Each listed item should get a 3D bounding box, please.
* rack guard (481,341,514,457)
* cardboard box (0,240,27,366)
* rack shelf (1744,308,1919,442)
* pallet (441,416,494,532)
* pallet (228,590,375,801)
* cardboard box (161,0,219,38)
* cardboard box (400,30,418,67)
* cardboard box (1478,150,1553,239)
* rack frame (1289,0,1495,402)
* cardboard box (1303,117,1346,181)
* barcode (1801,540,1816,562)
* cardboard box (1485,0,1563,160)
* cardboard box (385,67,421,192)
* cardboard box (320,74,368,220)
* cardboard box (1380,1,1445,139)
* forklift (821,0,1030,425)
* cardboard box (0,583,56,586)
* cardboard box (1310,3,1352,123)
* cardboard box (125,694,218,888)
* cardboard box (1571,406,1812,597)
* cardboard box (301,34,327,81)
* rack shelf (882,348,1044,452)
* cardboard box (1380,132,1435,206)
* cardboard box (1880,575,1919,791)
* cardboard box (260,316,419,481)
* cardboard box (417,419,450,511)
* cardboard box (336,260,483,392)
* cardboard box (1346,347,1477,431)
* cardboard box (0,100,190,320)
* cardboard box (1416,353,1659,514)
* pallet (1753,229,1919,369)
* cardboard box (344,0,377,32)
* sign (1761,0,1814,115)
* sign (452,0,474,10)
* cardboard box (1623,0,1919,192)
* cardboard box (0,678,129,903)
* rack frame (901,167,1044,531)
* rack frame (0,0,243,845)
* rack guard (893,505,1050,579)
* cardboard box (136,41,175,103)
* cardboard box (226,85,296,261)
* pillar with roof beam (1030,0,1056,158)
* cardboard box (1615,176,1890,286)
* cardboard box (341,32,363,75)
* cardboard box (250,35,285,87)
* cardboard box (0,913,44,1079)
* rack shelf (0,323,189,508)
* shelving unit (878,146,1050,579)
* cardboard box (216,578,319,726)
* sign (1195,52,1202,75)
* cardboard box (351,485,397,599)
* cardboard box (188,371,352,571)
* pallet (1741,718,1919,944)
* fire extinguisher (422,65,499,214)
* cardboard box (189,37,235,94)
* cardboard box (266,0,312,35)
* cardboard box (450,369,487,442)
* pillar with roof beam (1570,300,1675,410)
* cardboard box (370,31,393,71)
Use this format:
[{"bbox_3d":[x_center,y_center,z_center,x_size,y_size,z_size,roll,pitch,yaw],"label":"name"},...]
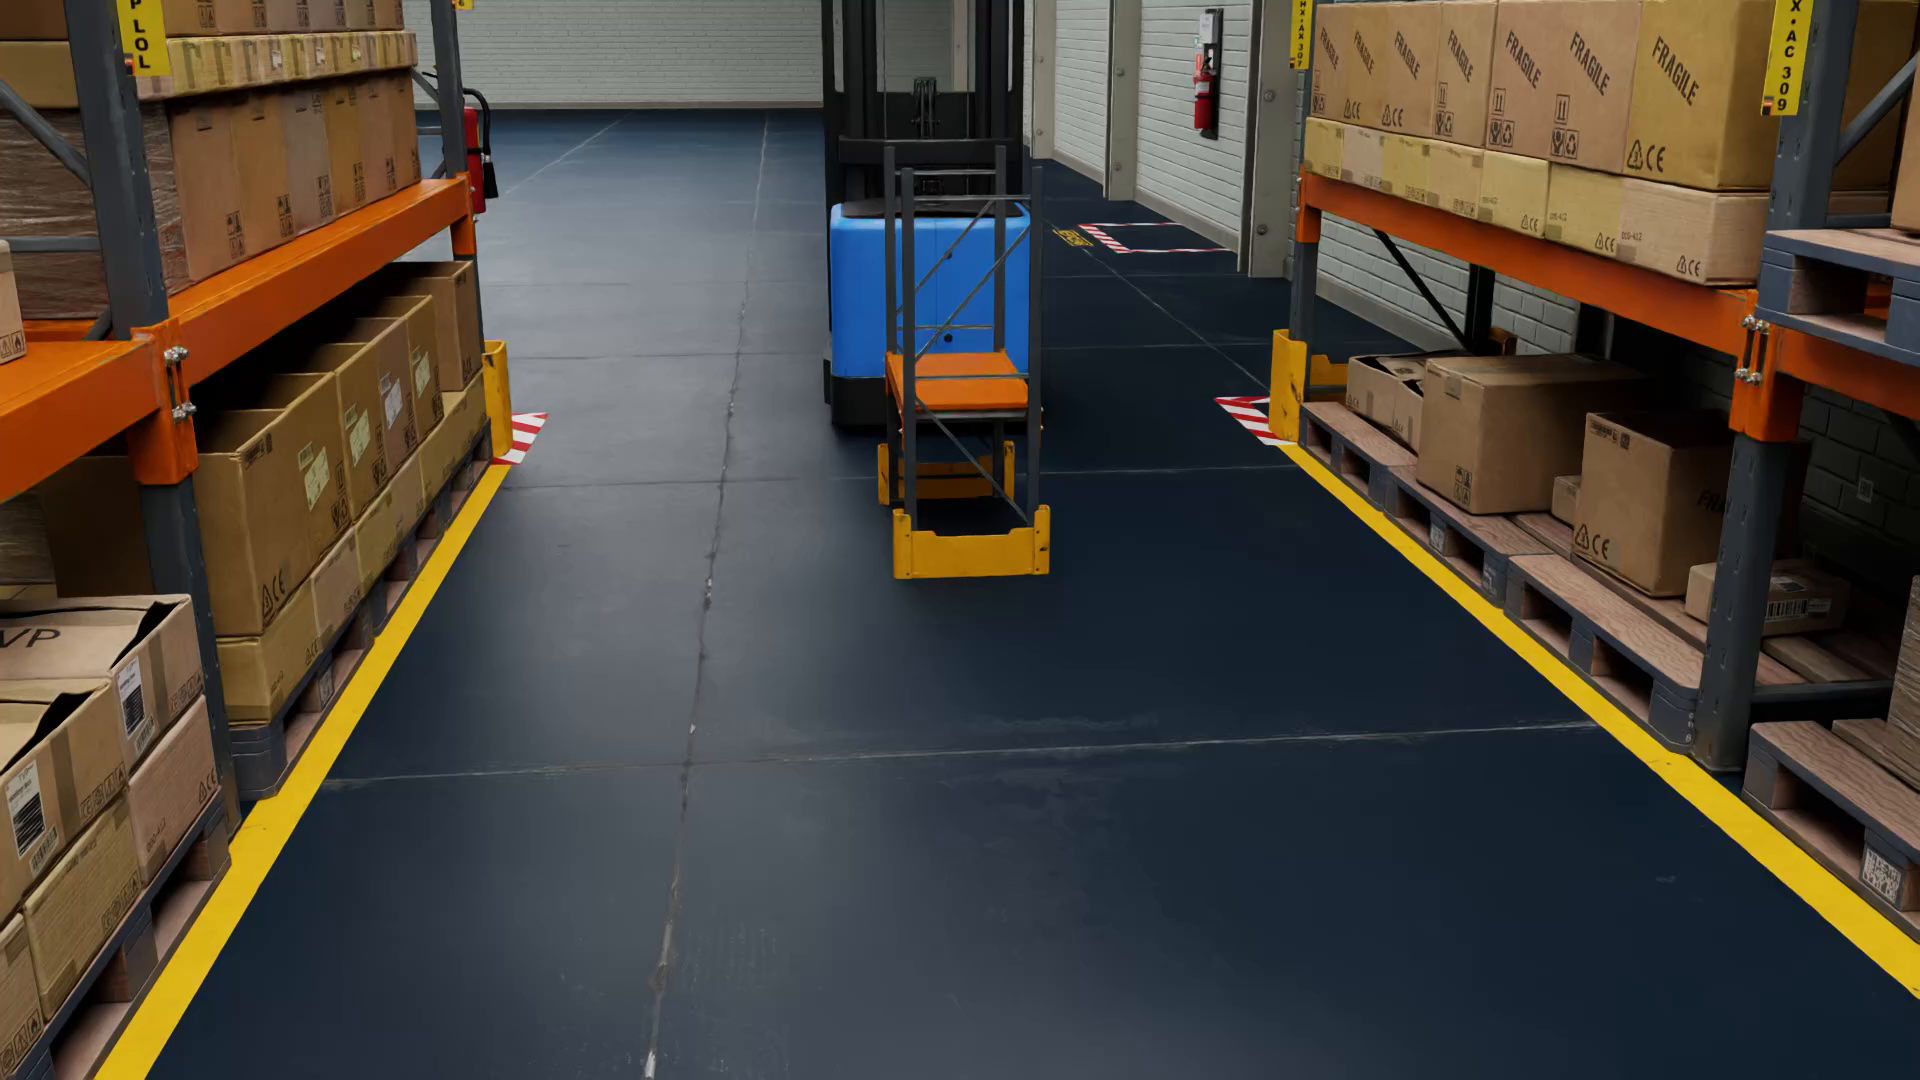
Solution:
[{"bbox_3d":[-2.772,-0.666,7.963,1.175,0.500,0.348,-2,18,-6],"label":"rack guard"},{"bbox_3d":[-2.262,-0.443,3.329,0.500,0.250,0.500,-1,17,-2],"label":"cardboard box"},{"bbox_3d":[2.776,0.126,2.470,1.077,0.370,4.000,-2,18,-6],"label":"rack shelf"},{"bbox_3d":[-2.649,-0.294,7.262,1.003,0.211,1.213,-2,18,-6],"label":"pallet"},{"bbox_3d":[-2.397,0.433,4.946,1.003,0.211,1.213,-2,18,-6],"label":"pallet"},{"bbox_3d":[-2.462,-1.609,4.460,0.700,0.500,0.500,-2,18,-6],"label":"cardboard box"},{"bbox_3d":[-2.540,-2.100,7.110,0.380,0.149,0.250,-2,18,-7],"label":"cardboard box"},{"bbox_3d":[2.109,-1.181,5.649,0.500,0.250,0.500,-2,18,-6],"label":"cardboard box"},{"bbox_3d":[2.158,-2.005,8.057,1.000,3.000,0.127,-2,18,-6],"label":"rack frame"},{"bbox_3d":[1.892,-1.788,7.582,0.500,0.250,0.500,-2,18,-7],"label":"cardboard box"},{"bbox_3d":[2.781,0.040,5.447,0.001,0.075,0.075,-2,18,-6],"label":"barcode"},{"bbox_3d":[2.115,-1.540,5.538,0.500,0.500,0.500,-2,18,-7],"label":"cardboard box"},{"bbox_3d":[-2.734,-1.759,7.106,0.700,0.500,0.500,-2,18,-6],"label":"cardboard box"},{"bbox_3d":[-2.629,-1.455,6.137,0.700,0.500,0.500,-2,18,-5],"label":"cardboard box"},{"bbox_3d":[1.996,-1.848,6.520,0.500,0.500,0.500,-2,18,-7],"label":"cardboard box"},{"bbox_3d":[-0.216,-2.364,9.313,1.130,2.935,3.031,-1,17,-4],"label":"forklift"},{"bbox_3d":[-2.664,0.171,5.013,0.500,0.250,0.500,-2,18,-6],"label":"cardboard box"},{"bbox_3d":[1.908,-2.150,7.481,0.500,0.500,0.500,-2,18,-6],"label":"cardboard box"},{"bbox_3d":[-2.026,0.567,3.754,0.500,0.250,0.500,-2,18,-6],"label":"cardboard box"},{"bbox_3d":[2.423,-0.139,5.550,0.500,0.500,0.500,-3,18,-10],"label":"cardboard box"},{"bbox_3d":[-2.378,-1.638,5.638,0.380,0.149,0.250,-2,18,-6],"label":"cardboard box"},{"bbox_3d":[-0.009,-0.569,6.587,0.538,0.185,1.000,-2,18,-6],"label":"rack shelf"},{"bbox_3d":[2.007,-1.482,6.606,0.500,0.250,0.500,-2,18,-7],"label":"cardboard box"},{"bbox_3d":[2.663,0.388,3.872,0.700,0.500,0.500,-1,17,-4],"label":"cardboard box"},{"bbox_3d":[-2.250,-0.500,5.900,0.500,0.500,0.500,-2,18,-6],"label":"cardboard box"},{"bbox_3d":[-2.303,-0.291,6.487,0.500,0.250,0.500,-2,18,-6],"label":"cardboard box"},{"bbox_3d":[-2.418,-0.947,7.323,0.500,0.500,0.500,-2,18,-6],"label":"cardboard box"},{"bbox_3d":[2.139,-0.723,7.728,0.500,0.311,0.500,-4,18,-12],"label":"cardboard box"},{"bbox_3d":[-2.409,-0.839,4.175,0.700,0.500,0.500,-2,18,-7],"label":"cardboard box"},{"bbox_3d":[2.224,-0.424,6.458,0.700,0.500,0.500,-3,18,-9],"label":"cardboard box"},{"bbox_3d":[2.504,-0.490,3.550,1.003,0.211,1.213,-2,18,-6],"label":"pallet"},{"bbox_3d":[-2.669,-2.206,6.363,0.700,0.500,0.500,-2,18,-7],"label":"cardboard box"},{"bbox_3d":[2.031,-1.208,4.070,0.100,0.325,0.005,-2,18,-6],"label":"sign"},{"bbox_3d":[-2.228,-2.529,7.397,0.100,0.325,0.005,-2,18,-6],"label":"sign"},{"bbox_3d":[2.214,-1.241,4.586,0.500,0.500,0.500,-2,18,-6],"label":"cardboard box"},{"bbox_3d":[-1.970,0.451,3.185,0.500,0.311,0.500,-1,17,-4],"label":"cardboard box"},{"bbox_3d":[0.044,-0.590,6.051,0.500,1.500,0.032,-2,18,-6],"label":"rack frame"},{"bbox_3d":[-2.357,-0.659,3.770,1.000,3.000,0.127,-2,18,-6],"label":"rack frame"},{"bbox_3d":[0.044,0.006,6.239,0.587,0.250,0.087,-2,18,-6],"label":"rack guard"},{"bbox_3d":[-2.218,-1.177,4.170,0.380,0.149,0.250,-2,17,-5],"label":"cardboard box"},{"bbox_3d":[-2.517,-1.146,5.152,0.700,0.500,0.500,-2,17,-5],"label":"cardboard box"},{"bbox_3d":[-3.048,-9.916,23.237,9.100,9.000,0.400,-2,18,-6],"label":"pillar with roof beam"},{"bbox_3d":[2.220,-0.883,4.700,0.500,0.250,0.500,-2,18,-6],"label":"cardboard box"},{"bbox_3d":[-2.434,-1.793,6.131,0.380,0.149,0.250,-1,17,-4],"label":"cardboard box"},{"bbox_3d":[-2.329,-1.486,5.154,0.380,0.149,0.250,-2,18,-7],"label":"cardboard box"},{"bbox_3d":[-1.922,0.870,2.788,0.500,0.250,0.500,-1,17,-4],"label":"cardboard box"},{"bbox_3d":[-2.150,0.280,1.979,1.077,0.370,4.000,-2,18,-6],"label":"rack shelf"},{"bbox_3d":[-0.008,-0.738,6.525,0.587,1.500,1.083,-2,18,-6],"label":"shelving unit"},{"bbox_3d":[-2.103,0.305,4.589,0.500,0.250,0.500,-2,18,-6],"label":"cardboard box"},{"bbox_3d":[2.300,-4.533,16.050,0.001,0.329,0.234,-2,18,-6],"label":"sign"},{"bbox_3d":[-2.196,0.006,5.539,0.500,0.250,0.500,-2,18,-6],"label":"cardboard box"},{"bbox_3d":[-2.152,-0.202,4.951,0.500,0.500,0.500,-2,18,-6],"label":"cardboard box"},{"bbox_3d":[2.652,0.749,3.940,1.003,0.211,1.213,-2,18,-6],"label":"pallet"},{"bbox_3d":[-2.319,-1.864,7.735,0.296,0.674,0.183,-2,18,-6],"label":"fire extinguisher"},{"bbox_3d":[-2.275,-1.332,4.663,0.380,0.149,0.250,-2,18,-6],"label":"cardboard box"},{"bbox_3d":[-2.564,-1.907,5.410,0.700,0.500,0.500,-2,18,-6],"label":"cardboard box"},{"bbox_3d":[-2.420,-0.589,7.435,0.500,0.250,0.500,-2,18,-6],"label":"cardboard box"},{"bbox_3d":[-1.192,-4.553,6.155,9.100,9.000,0.400,-2,18,-6],"label":"pillar with roof beam"},{"bbox_3d":[-2.485,-1.946,6.619,0.380,0.149,0.250,-2,18,-6],"label":"cardboard box"}]
